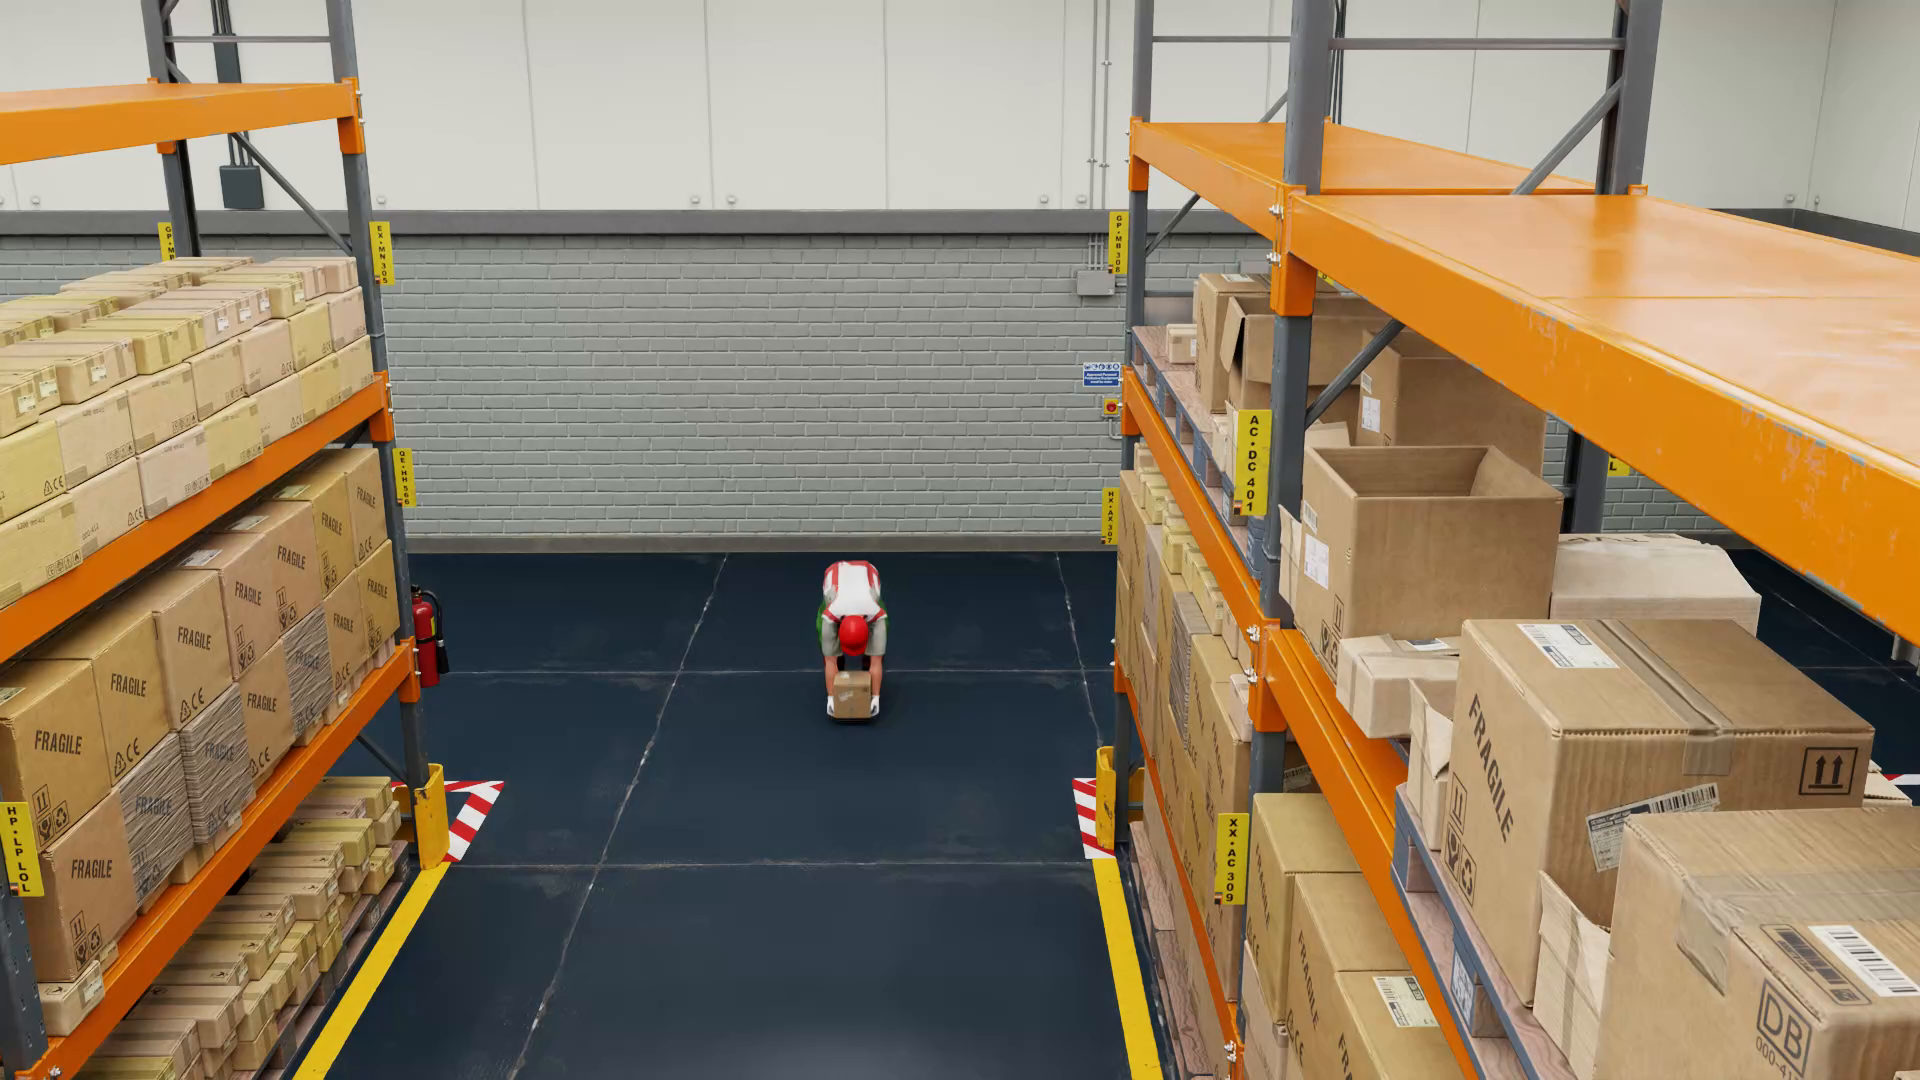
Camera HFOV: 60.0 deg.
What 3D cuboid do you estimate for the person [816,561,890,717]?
[{"bbox_3d":[-0.748,0.688,11.641,0.522,0.970,0.948,-1,17,-3],"label":"person"}]
